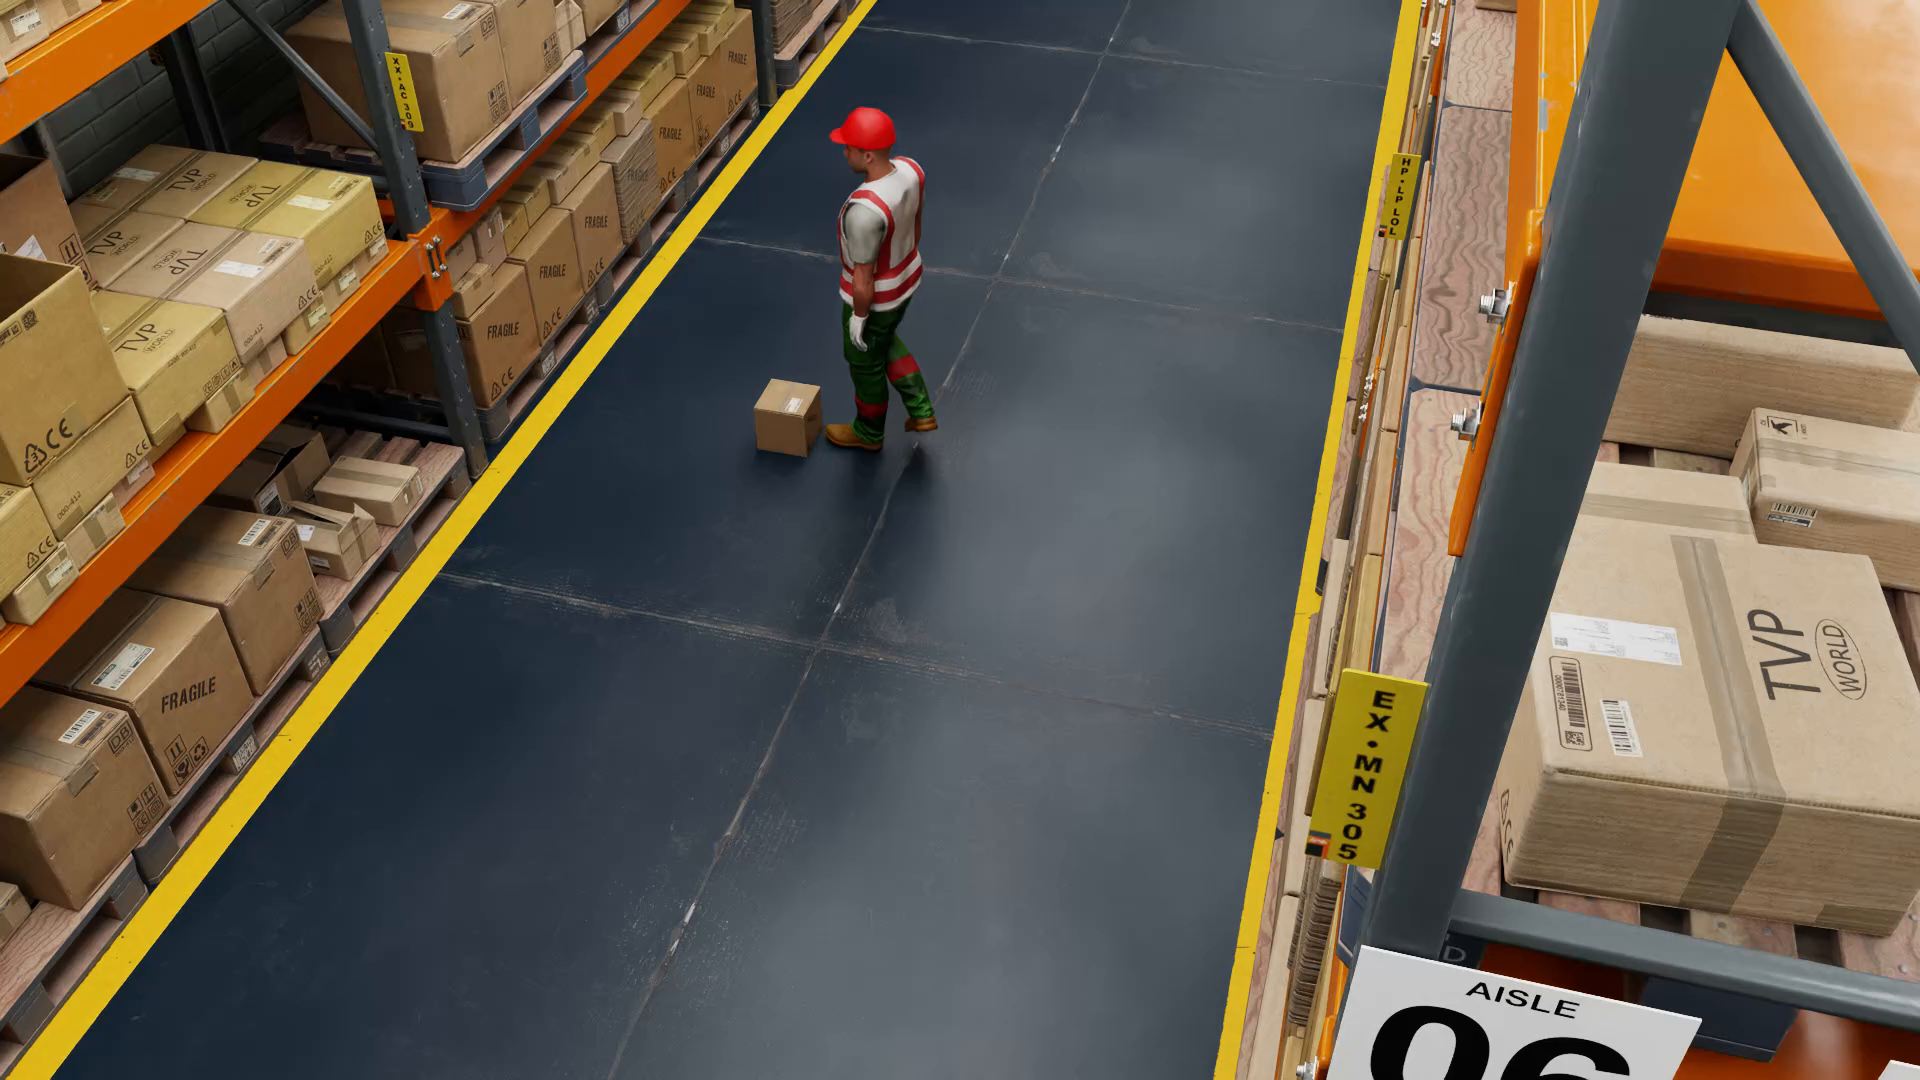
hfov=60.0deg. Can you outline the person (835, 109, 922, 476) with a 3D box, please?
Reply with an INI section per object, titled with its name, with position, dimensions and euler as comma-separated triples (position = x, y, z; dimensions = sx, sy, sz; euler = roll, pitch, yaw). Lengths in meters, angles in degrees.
[person]
position = -0.365, -1.086, 7.404
dimensions = 0.347, 1.787, 0.523
euler = 11, 42, 12
